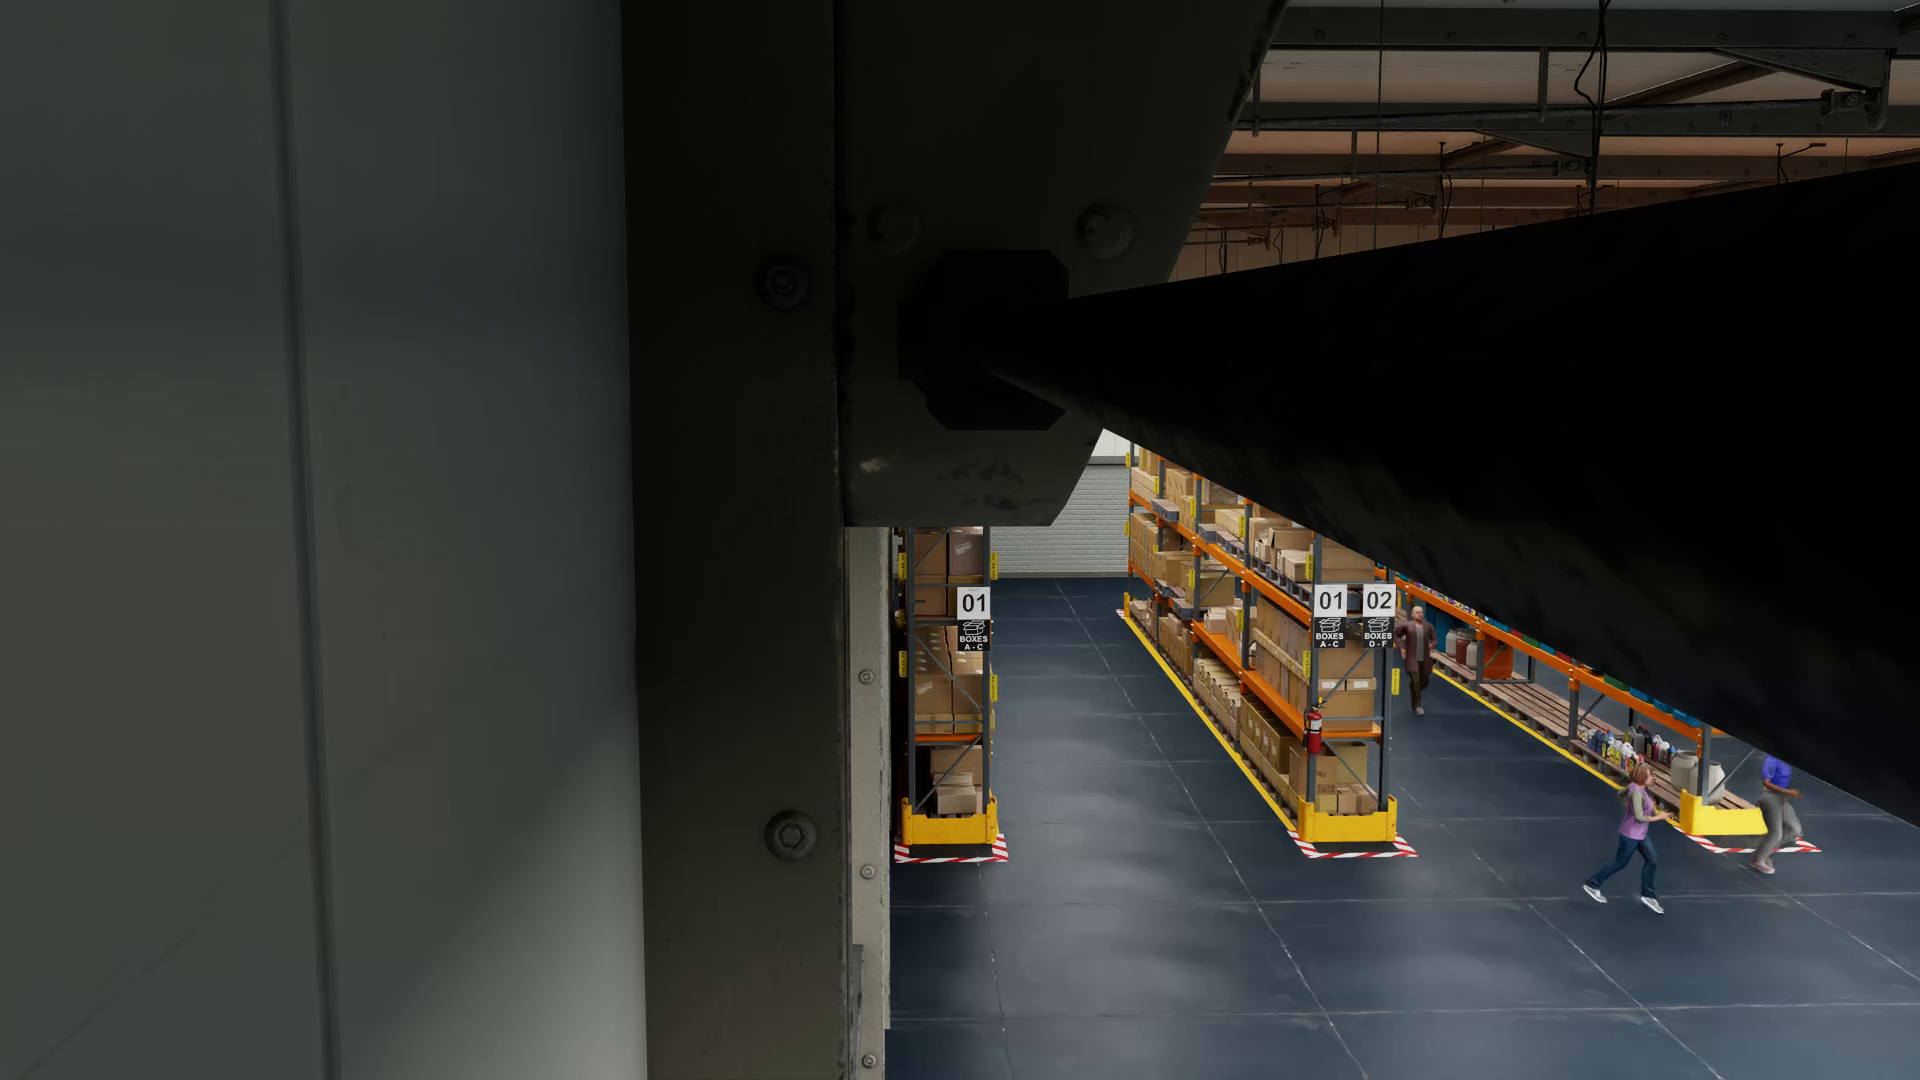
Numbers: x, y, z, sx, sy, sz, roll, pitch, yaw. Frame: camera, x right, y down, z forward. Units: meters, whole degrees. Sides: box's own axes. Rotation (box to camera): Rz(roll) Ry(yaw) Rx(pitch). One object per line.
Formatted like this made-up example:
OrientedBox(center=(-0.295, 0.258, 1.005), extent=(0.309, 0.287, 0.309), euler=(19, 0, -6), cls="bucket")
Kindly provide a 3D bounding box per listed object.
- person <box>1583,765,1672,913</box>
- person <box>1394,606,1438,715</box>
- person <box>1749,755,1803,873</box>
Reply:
OrientedBox(center=(7.278, 3.232, 18.103), extent=(0.848, 1.633, 0.548), euler=(4, 8, 27), cls="person")
OrientedBox(center=(7.516, 1.959, 27.414), extent=(0.720, 1.747, 0.916), euler=(0, 7, -4), cls="person")
OrientedBox(center=(9.536, 3.061, 19.347), extent=(0.536, 1.624, 0.597), euler=(6, 10, 41), cls="person")
